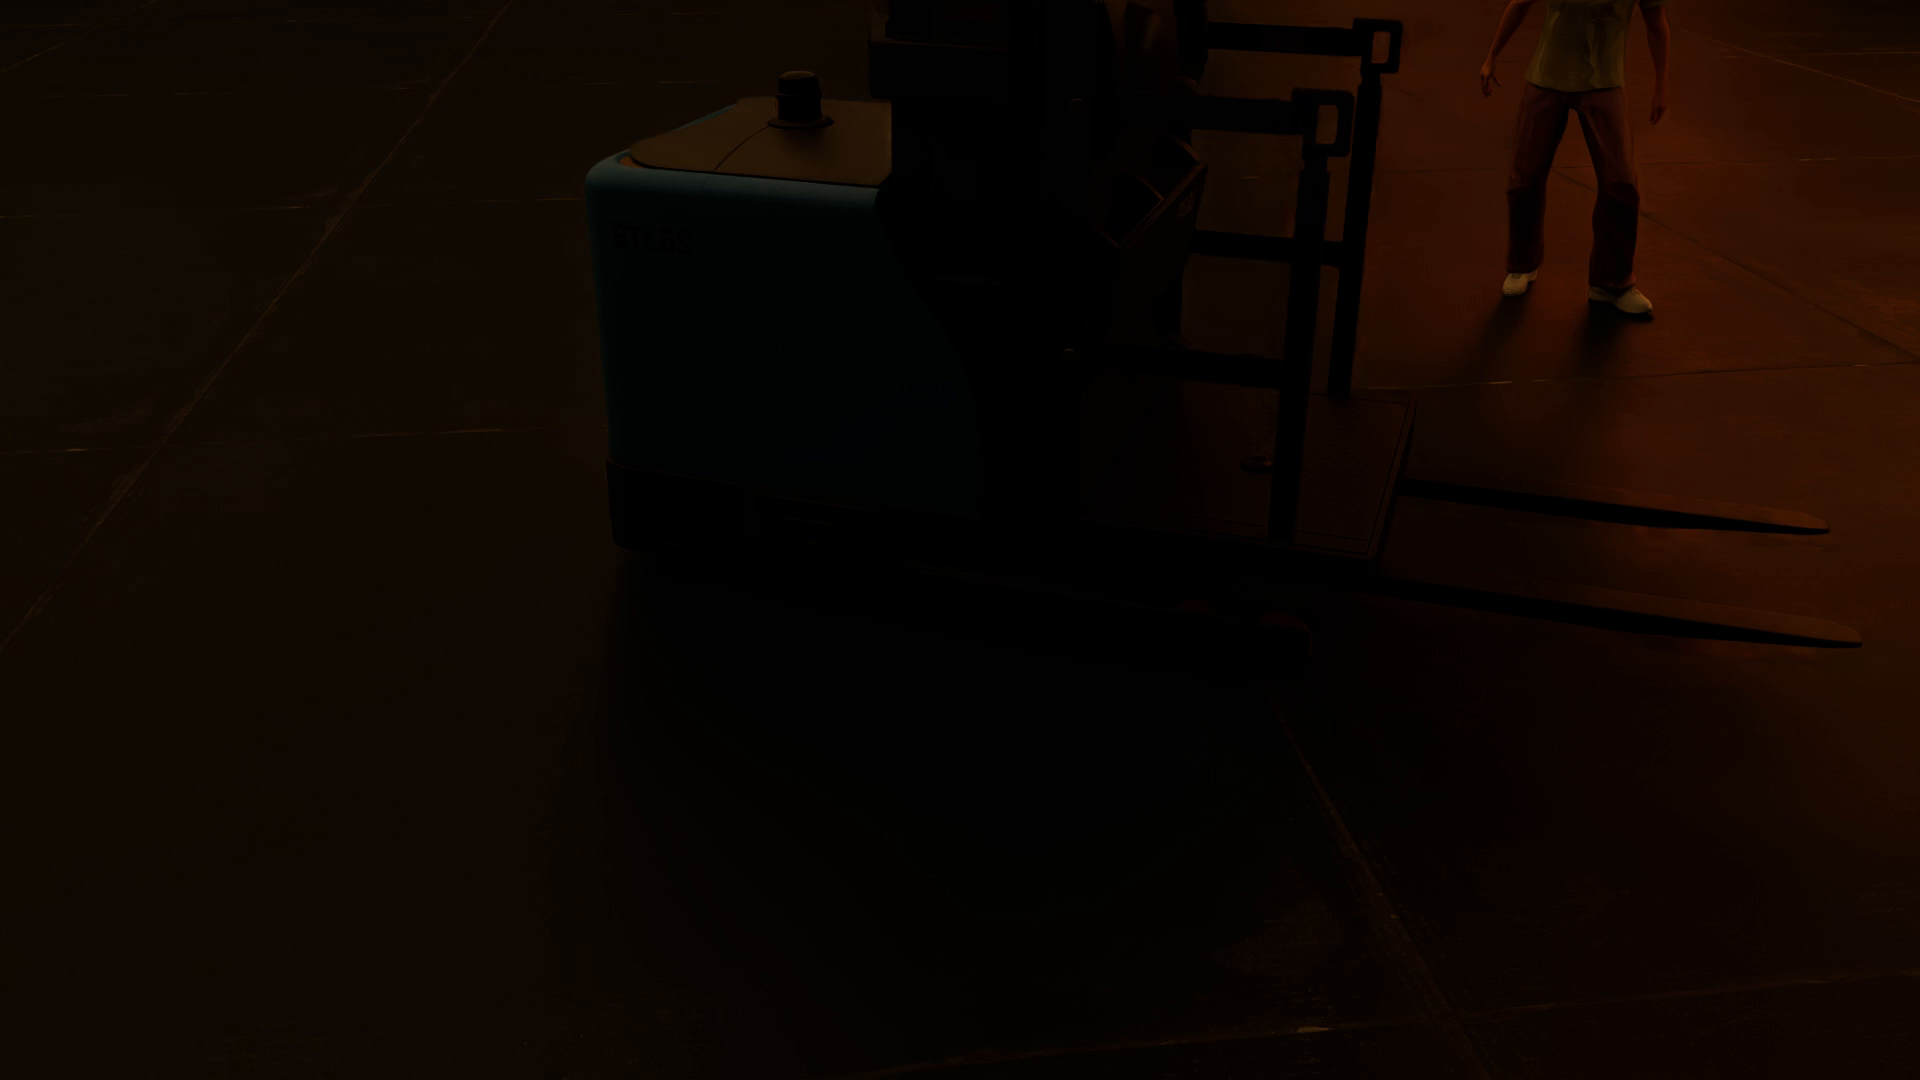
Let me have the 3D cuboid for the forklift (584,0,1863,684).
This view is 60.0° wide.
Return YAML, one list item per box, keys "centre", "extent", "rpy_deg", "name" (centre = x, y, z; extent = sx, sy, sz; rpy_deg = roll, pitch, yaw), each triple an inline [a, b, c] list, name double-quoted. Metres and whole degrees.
- centre: [0.642, -1.242, 3.808]
  extent: [3.031, 2.935, 1.130]
  rpy_deg: [9, 27, 17]
  name: "forklift"

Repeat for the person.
- centre: [2.361, -1.707, 6.297]
  extent: [0.808, 1.643, 0.403]
  rpy_deg: [14, 29, 27]
  name: "person"
